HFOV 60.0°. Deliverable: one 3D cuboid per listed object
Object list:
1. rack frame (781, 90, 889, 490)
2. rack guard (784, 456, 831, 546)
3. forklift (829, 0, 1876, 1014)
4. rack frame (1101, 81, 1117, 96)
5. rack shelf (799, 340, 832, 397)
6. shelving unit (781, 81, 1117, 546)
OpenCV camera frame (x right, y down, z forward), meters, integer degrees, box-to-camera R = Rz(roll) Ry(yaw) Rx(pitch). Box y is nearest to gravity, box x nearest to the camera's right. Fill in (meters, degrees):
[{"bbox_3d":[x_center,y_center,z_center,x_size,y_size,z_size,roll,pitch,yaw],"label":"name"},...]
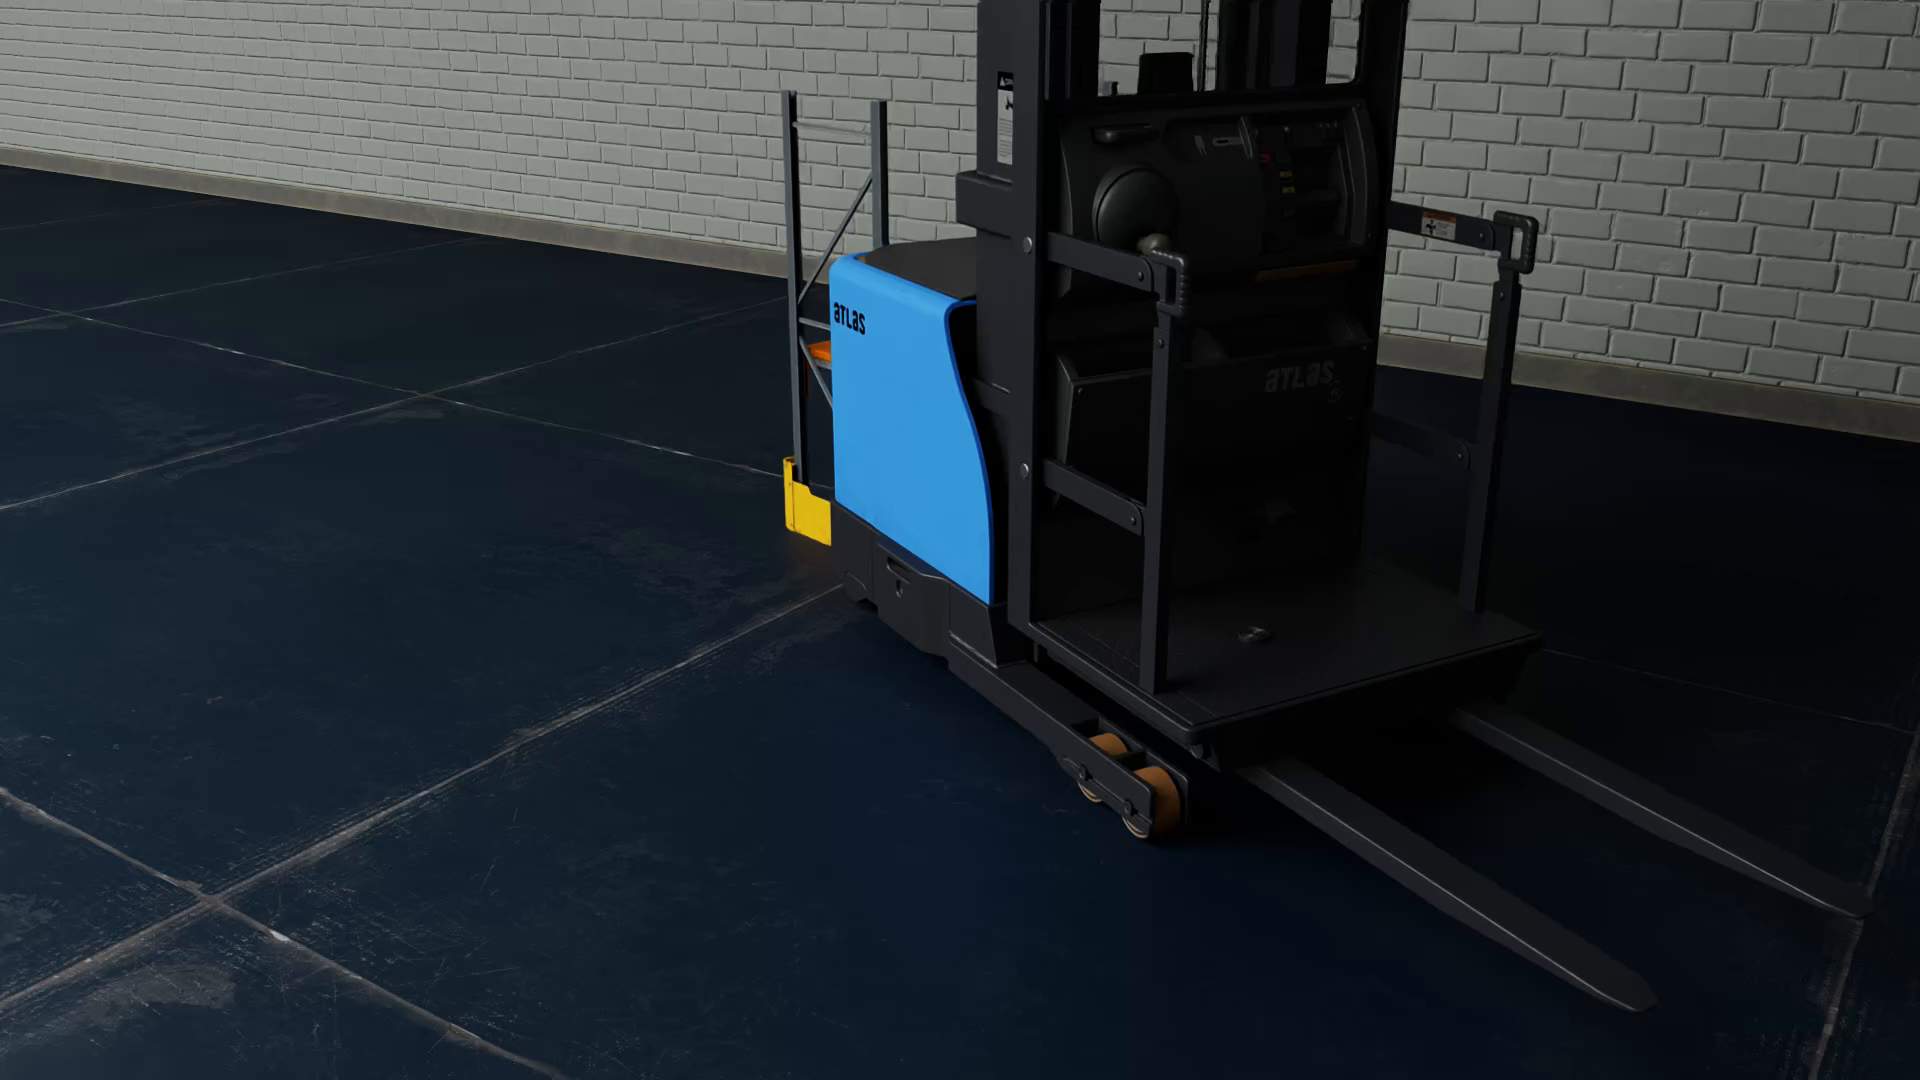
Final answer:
[{"bbox_3d":[-0.399,-0.685,5.455,0.032,1.500,0.500,-17,26,-39],"label":"rack frame"},{"bbox_3d":[-0.398,-0.099,5.673,0.087,0.250,0.587,-17,26,-39],"label":"rack guard"},{"bbox_3d":[0.744,-0.858,3.860,1.130,2.935,3.031,-11,23,-27],"label":"forklift"},{"bbox_3d":[0.357,-0.921,6.093,0.032,1.500,0.500,-17,26,-39],"label":"rack frame"},{"bbox_3d":[-0.021,-0.634,5.836,1.000,0.185,0.538,-17,26,-39],"label":"rack shelf"},{"bbox_3d":[-0.028,-0.801,5.768,1.083,1.500,0.587,-17,26,-39],"label":"shelving unit"}]
